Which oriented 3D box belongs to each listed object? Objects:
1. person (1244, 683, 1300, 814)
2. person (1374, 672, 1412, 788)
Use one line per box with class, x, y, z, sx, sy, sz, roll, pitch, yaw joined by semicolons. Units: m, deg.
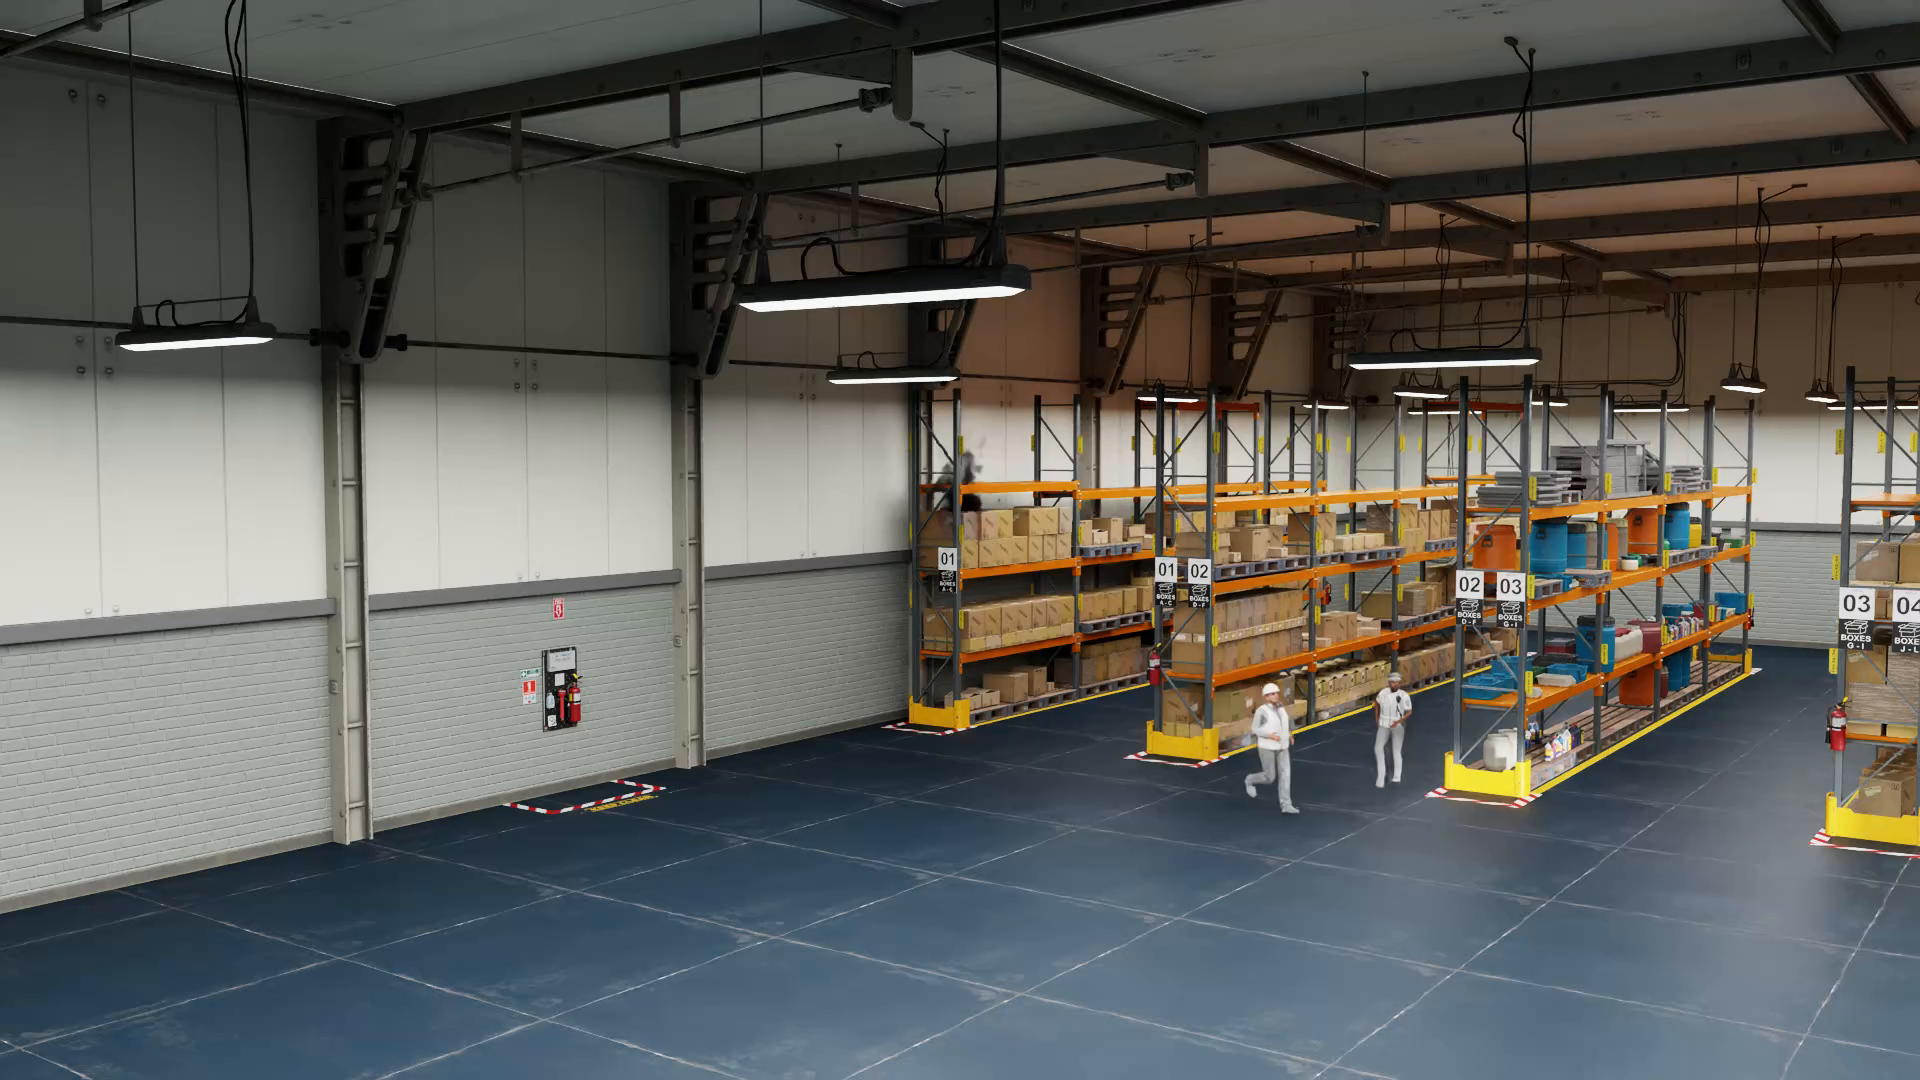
person;4.305;2.833;22.732;0.677;1.743;0.984;-2;4;-28
person;6.345;2.780;24.436;0.585;1.709;0.662;2;4;27
